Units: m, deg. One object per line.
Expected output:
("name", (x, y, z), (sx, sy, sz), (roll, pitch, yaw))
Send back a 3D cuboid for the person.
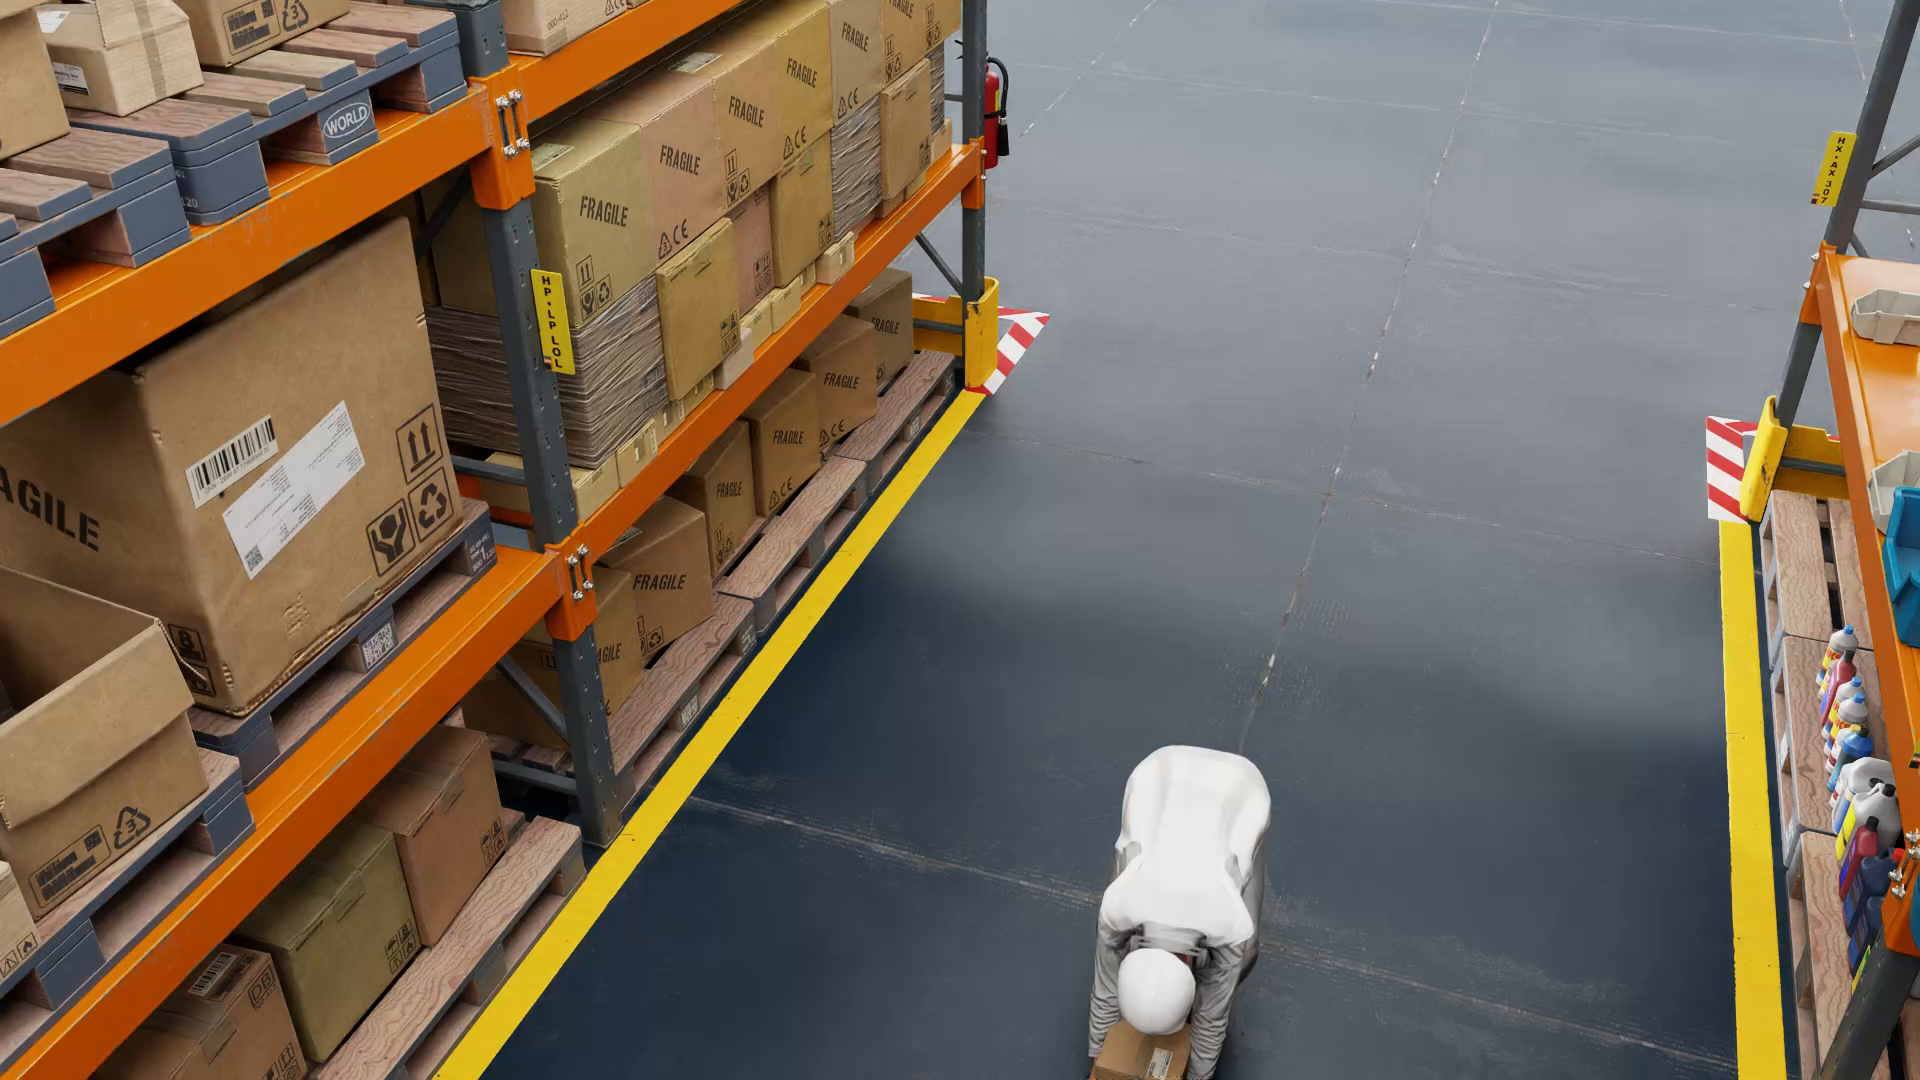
("person", (0.659, 1.199, 5.072), (0.505, 0.915, 0.999), (10, 34, 14))
